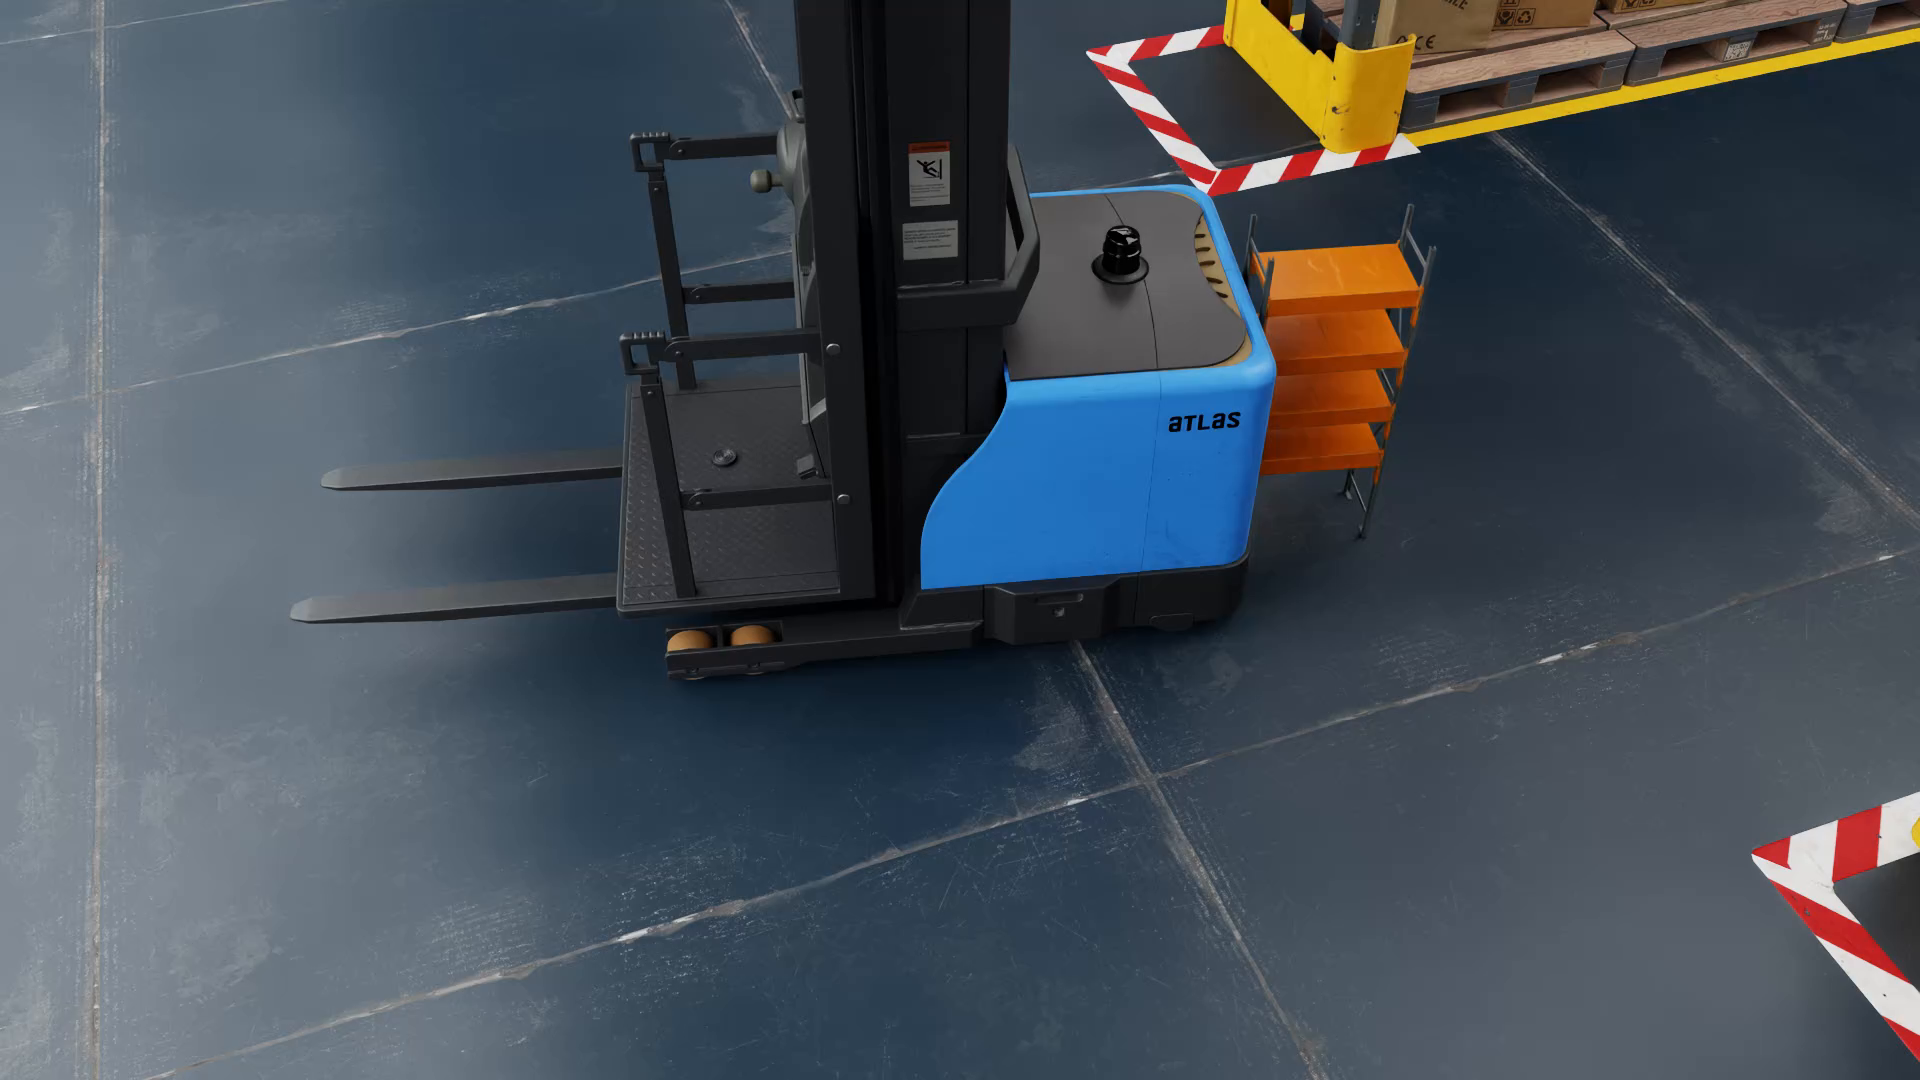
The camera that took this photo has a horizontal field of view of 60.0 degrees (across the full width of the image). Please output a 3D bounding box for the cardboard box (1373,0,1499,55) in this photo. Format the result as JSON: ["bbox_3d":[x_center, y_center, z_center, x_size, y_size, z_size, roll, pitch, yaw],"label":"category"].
[{"bbox_3d":[2.162,-2.601,7.693,0.500,0.500,0.500,-6,45,-6],"label":"cardboard box"}]

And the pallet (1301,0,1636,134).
[{"bbox_3d":[2.417,-2.402,7.995,1.213,0.211,1.003,-14,47,-14],"label":"pallet"}]

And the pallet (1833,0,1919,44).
[{"bbox_3d":[4.712,-2.988,8.579,1.213,0.211,1.003,-14,47,-14],"label":"pallet"}]

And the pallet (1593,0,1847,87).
[{"bbox_3d":[3.563,-2.692,8.284,1.213,0.211,1.003,-14,47,-14],"label":"pallet"}]

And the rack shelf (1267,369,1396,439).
[{"bbox_3d":[1.145,-0.451,5.447,0.480,0.148,0.258,-5,45,-4],"label":"rack shelf"}]

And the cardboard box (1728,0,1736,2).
[{"bbox_3d":[3.849,-3.010,8.100,0.500,0.500,0.500,-18,48,-17],"label":"cardboard box"}]

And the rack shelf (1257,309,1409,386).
[{"bbox_3d":[1.145,-0.608,5.288,0.480,0.148,0.258,-5,45,-4],"label":"rack shelf"}]

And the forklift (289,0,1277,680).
[{"bbox_3d":[-0.627,-0.985,4.663,3.031,2.935,1.130,-5,45,-4],"label":"forklift"}]

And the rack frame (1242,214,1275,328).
[{"bbox_3d":[0.903,-0.479,5.380,0.015,1.200,0.240,-5,45,-4],"label":"rack frame"}]

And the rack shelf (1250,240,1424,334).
[{"bbox_3d":[1.145,-0.775,5.121,0.480,0.148,0.258,-5,45,-4],"label":"rack shelf"}]

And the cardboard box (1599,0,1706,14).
[{"bbox_3d":[3.308,-2.905,7.996,0.500,0.500,0.500,-10,46,-10],"label":"cardboard box"}]

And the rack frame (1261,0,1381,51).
[{"bbox_3d":[1.569,-3.196,6.817,0.127,3.000,1.000,-14,47,-14],"label":"rack frame"}]

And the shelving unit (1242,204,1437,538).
[{"bbox_3d":[1.145,-0.498,5.399,0.503,1.200,0.258,-5,45,-4],"label":"shelving unit"}]

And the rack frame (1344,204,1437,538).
[{"bbox_3d":[1.388,-0.517,5.418,0.015,1.200,0.240,-5,45,-4],"label":"rack frame"}]

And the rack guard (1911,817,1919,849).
[{"bbox_3d":[3.136,1.021,4.379,0.348,0.500,1.175,-14,47,-14],"label":"rack guard"}]

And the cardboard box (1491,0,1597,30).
[{"bbox_3d":[2.713,-2.767,7.859,0.500,0.500,0.500,-3,45,-3],"label":"cardboard box"}]

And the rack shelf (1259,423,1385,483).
[{"bbox_3d":[1.145,-0.310,5.588,0.480,0.148,0.258,-5,45,-4],"label":"rack shelf"}]

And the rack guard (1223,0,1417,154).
[{"bbox_3d":[1.641,-2.332,7.721,0.348,0.500,1.175,-14,47,-14],"label":"rack guard"}]
